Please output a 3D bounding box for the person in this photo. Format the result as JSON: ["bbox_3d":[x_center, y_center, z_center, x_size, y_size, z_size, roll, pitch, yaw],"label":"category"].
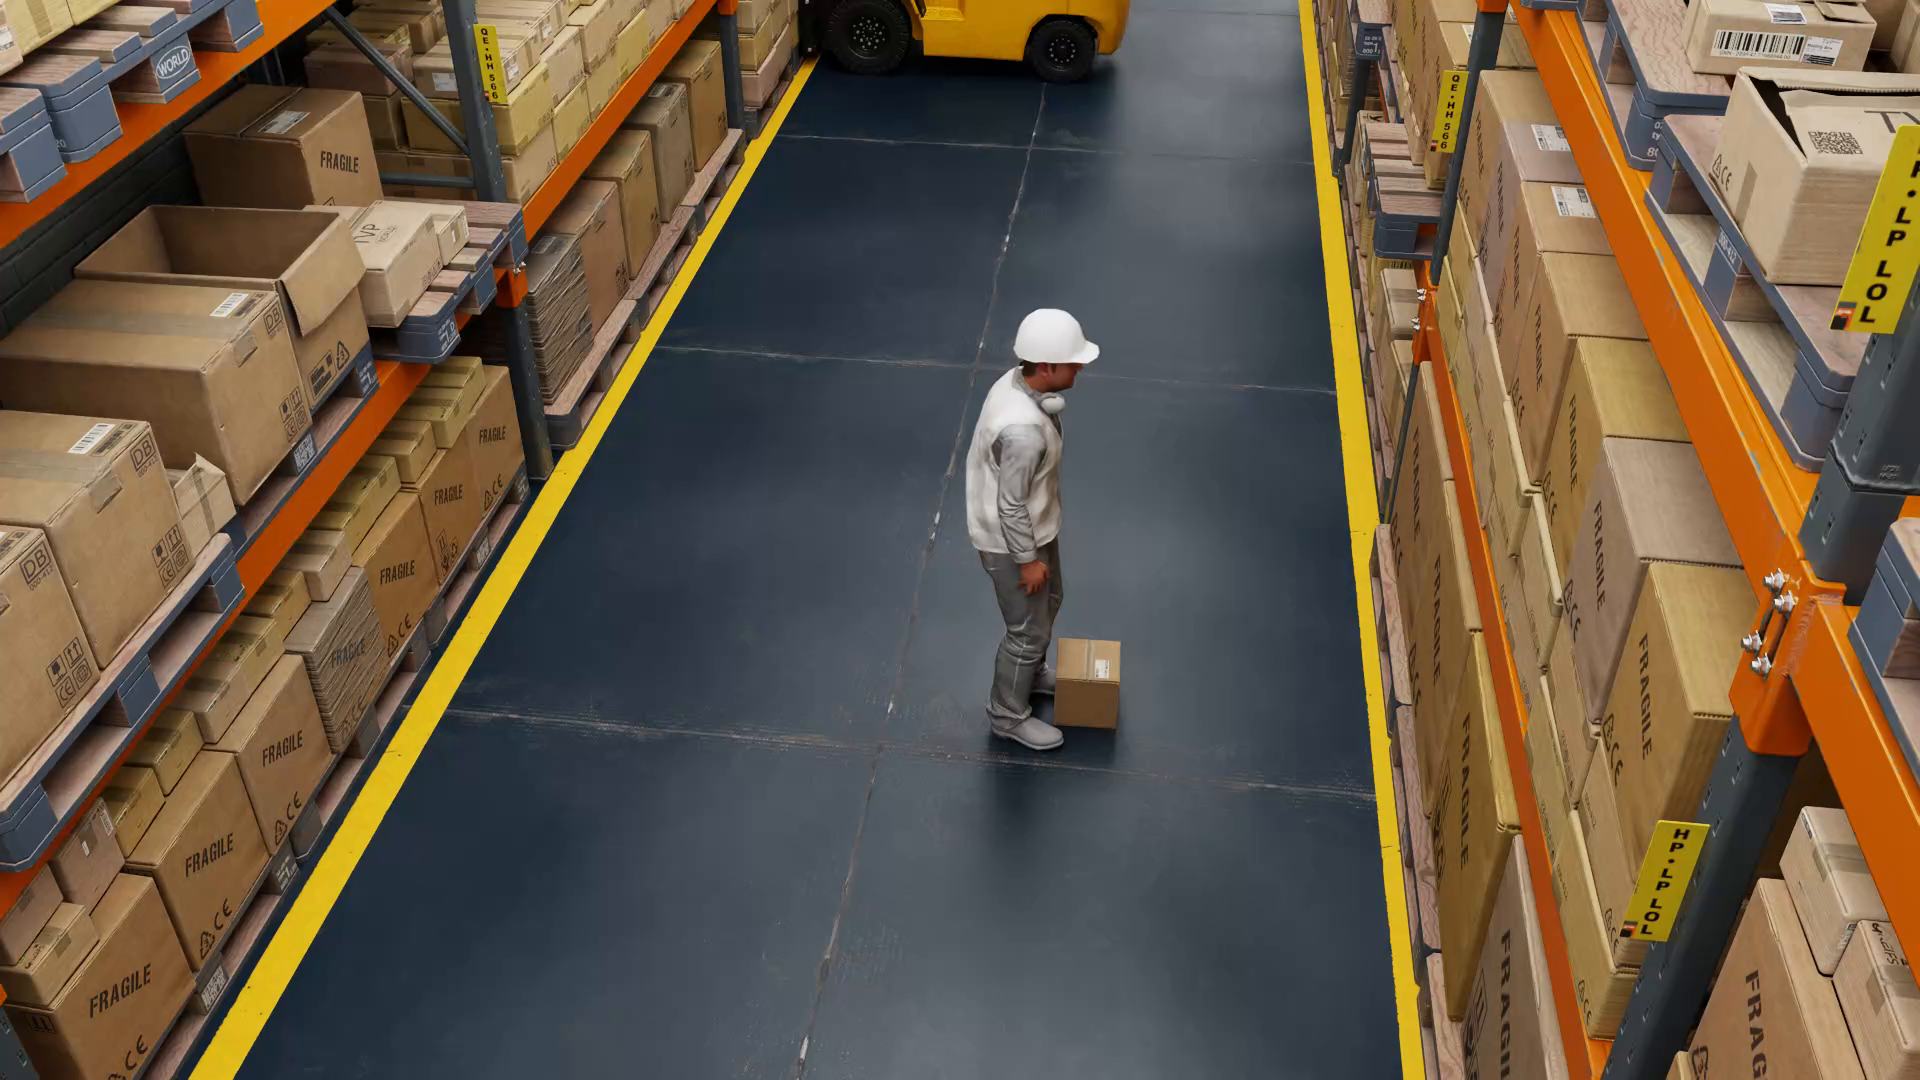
[{"bbox_3d":[0.251,-0.057,6.202,0.461,1.772,0.580,4,36,6],"label":"person"}]
